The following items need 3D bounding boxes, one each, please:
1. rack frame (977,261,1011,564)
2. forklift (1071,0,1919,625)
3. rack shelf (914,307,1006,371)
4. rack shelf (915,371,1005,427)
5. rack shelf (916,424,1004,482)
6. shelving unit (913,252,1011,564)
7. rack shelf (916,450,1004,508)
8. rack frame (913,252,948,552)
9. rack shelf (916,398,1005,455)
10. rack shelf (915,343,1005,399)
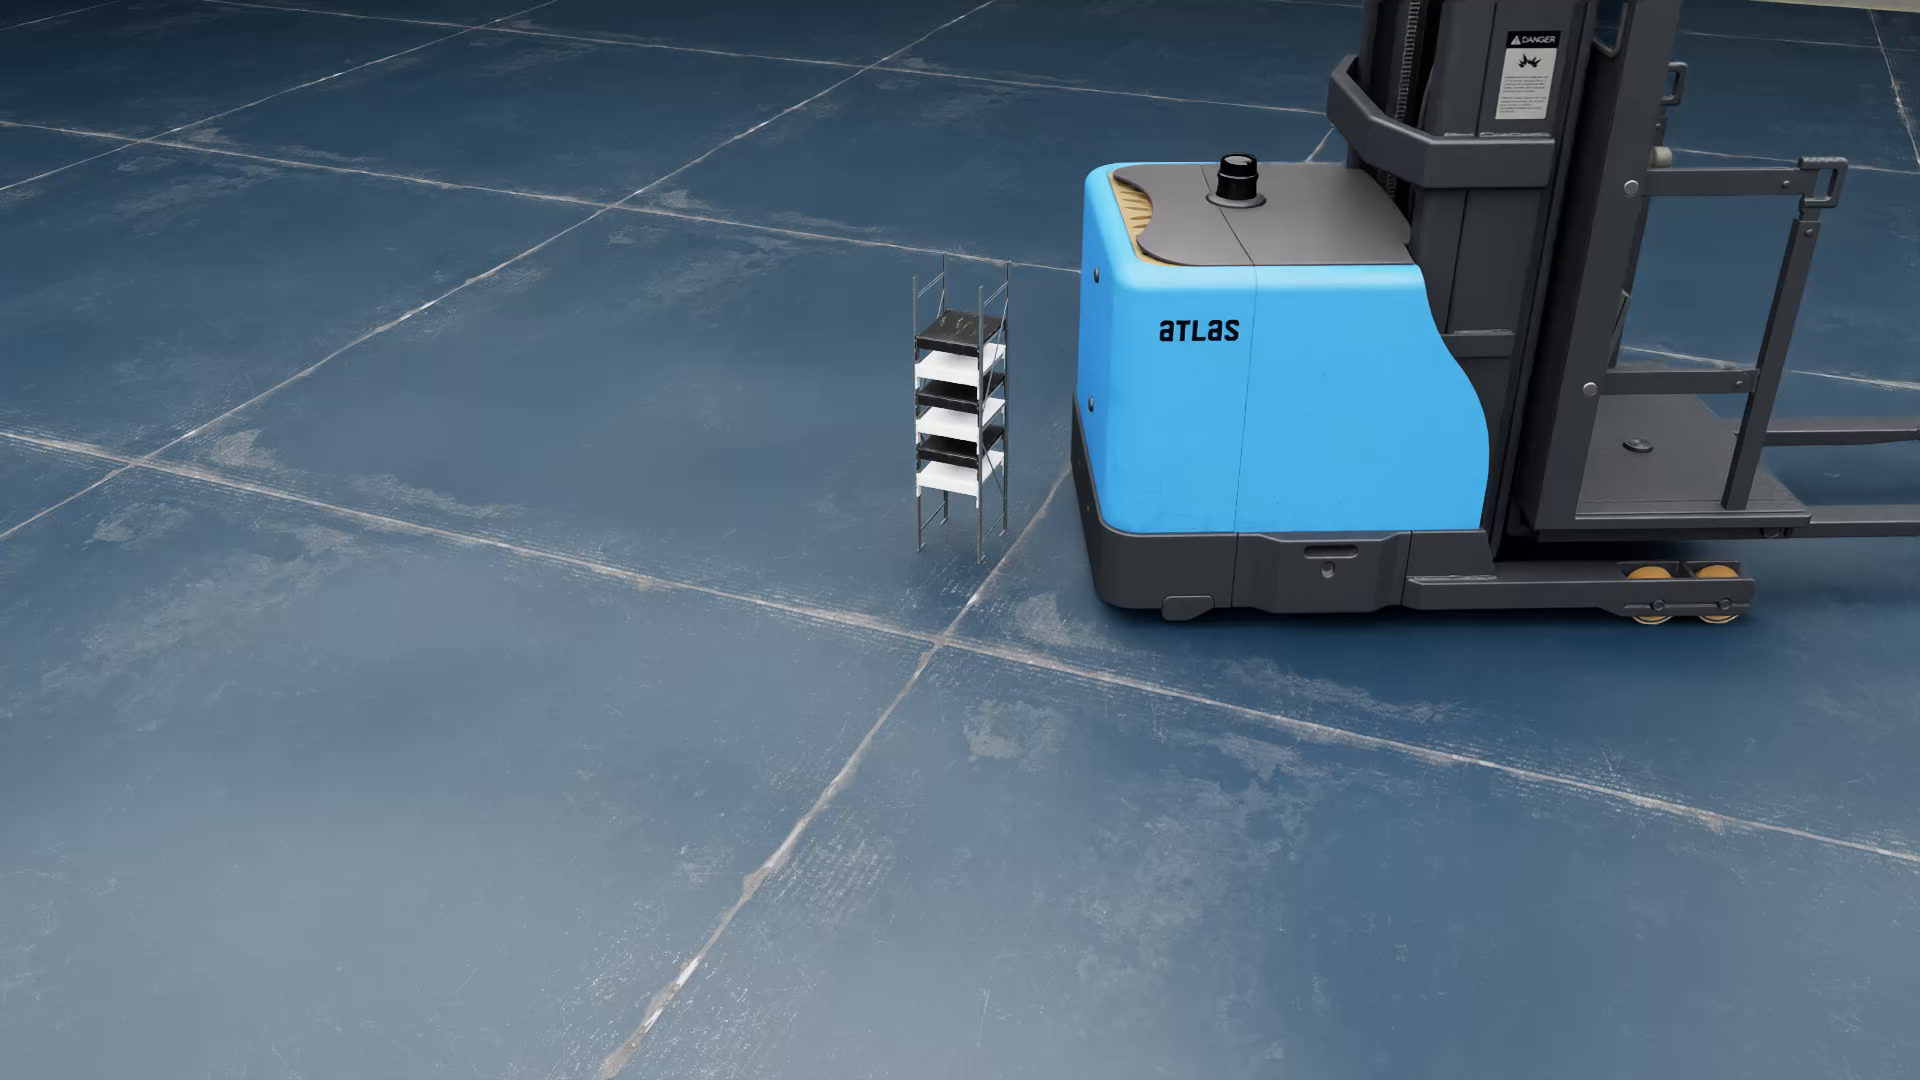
[{"bbox_3d":[0.102,-0.371,4.993,0.006,0.900,0.240,11,31,19],"label":"rack frame"},{"bbox_3d":[1.897,-1.292,4.558,3.031,2.935,1.130,-1,29,-1],"label":"forklift"},{"bbox_3d":[0.008,-0.596,4.909,0.200,0.077,0.258,11,31,19],"label":"rack shelf"},{"bbox_3d":[0.008,-0.440,4.998,0.200,0.077,0.258,11,31,19],"label":"rack shelf"},{"bbox_3d":[0.008,-0.283,5.087,0.200,0.077,0.258,11,31,19],"label":"rack shelf"},{"bbox_3d":[0.008,-0.390,5.026,0.210,0.900,0.258,11,31,19],"label":"shelving unit"},{"bbox_3d":[0.008,-0.205,5.131,0.200,0.077,0.258,11,31,19],"label":"rack shelf"},{"bbox_3d":[-0.087,-0.409,5.059,0.006,0.900,0.240,11,31,19],"label":"rack frame"},{"bbox_3d":[0.008,-0.361,5.042,0.200,0.077,0.258,11,31,19],"label":"rack shelf"},{"bbox_3d":[0.008,-0.518,4.954,0.200,0.077,0.258,11,31,19],"label":"rack shelf"}]
